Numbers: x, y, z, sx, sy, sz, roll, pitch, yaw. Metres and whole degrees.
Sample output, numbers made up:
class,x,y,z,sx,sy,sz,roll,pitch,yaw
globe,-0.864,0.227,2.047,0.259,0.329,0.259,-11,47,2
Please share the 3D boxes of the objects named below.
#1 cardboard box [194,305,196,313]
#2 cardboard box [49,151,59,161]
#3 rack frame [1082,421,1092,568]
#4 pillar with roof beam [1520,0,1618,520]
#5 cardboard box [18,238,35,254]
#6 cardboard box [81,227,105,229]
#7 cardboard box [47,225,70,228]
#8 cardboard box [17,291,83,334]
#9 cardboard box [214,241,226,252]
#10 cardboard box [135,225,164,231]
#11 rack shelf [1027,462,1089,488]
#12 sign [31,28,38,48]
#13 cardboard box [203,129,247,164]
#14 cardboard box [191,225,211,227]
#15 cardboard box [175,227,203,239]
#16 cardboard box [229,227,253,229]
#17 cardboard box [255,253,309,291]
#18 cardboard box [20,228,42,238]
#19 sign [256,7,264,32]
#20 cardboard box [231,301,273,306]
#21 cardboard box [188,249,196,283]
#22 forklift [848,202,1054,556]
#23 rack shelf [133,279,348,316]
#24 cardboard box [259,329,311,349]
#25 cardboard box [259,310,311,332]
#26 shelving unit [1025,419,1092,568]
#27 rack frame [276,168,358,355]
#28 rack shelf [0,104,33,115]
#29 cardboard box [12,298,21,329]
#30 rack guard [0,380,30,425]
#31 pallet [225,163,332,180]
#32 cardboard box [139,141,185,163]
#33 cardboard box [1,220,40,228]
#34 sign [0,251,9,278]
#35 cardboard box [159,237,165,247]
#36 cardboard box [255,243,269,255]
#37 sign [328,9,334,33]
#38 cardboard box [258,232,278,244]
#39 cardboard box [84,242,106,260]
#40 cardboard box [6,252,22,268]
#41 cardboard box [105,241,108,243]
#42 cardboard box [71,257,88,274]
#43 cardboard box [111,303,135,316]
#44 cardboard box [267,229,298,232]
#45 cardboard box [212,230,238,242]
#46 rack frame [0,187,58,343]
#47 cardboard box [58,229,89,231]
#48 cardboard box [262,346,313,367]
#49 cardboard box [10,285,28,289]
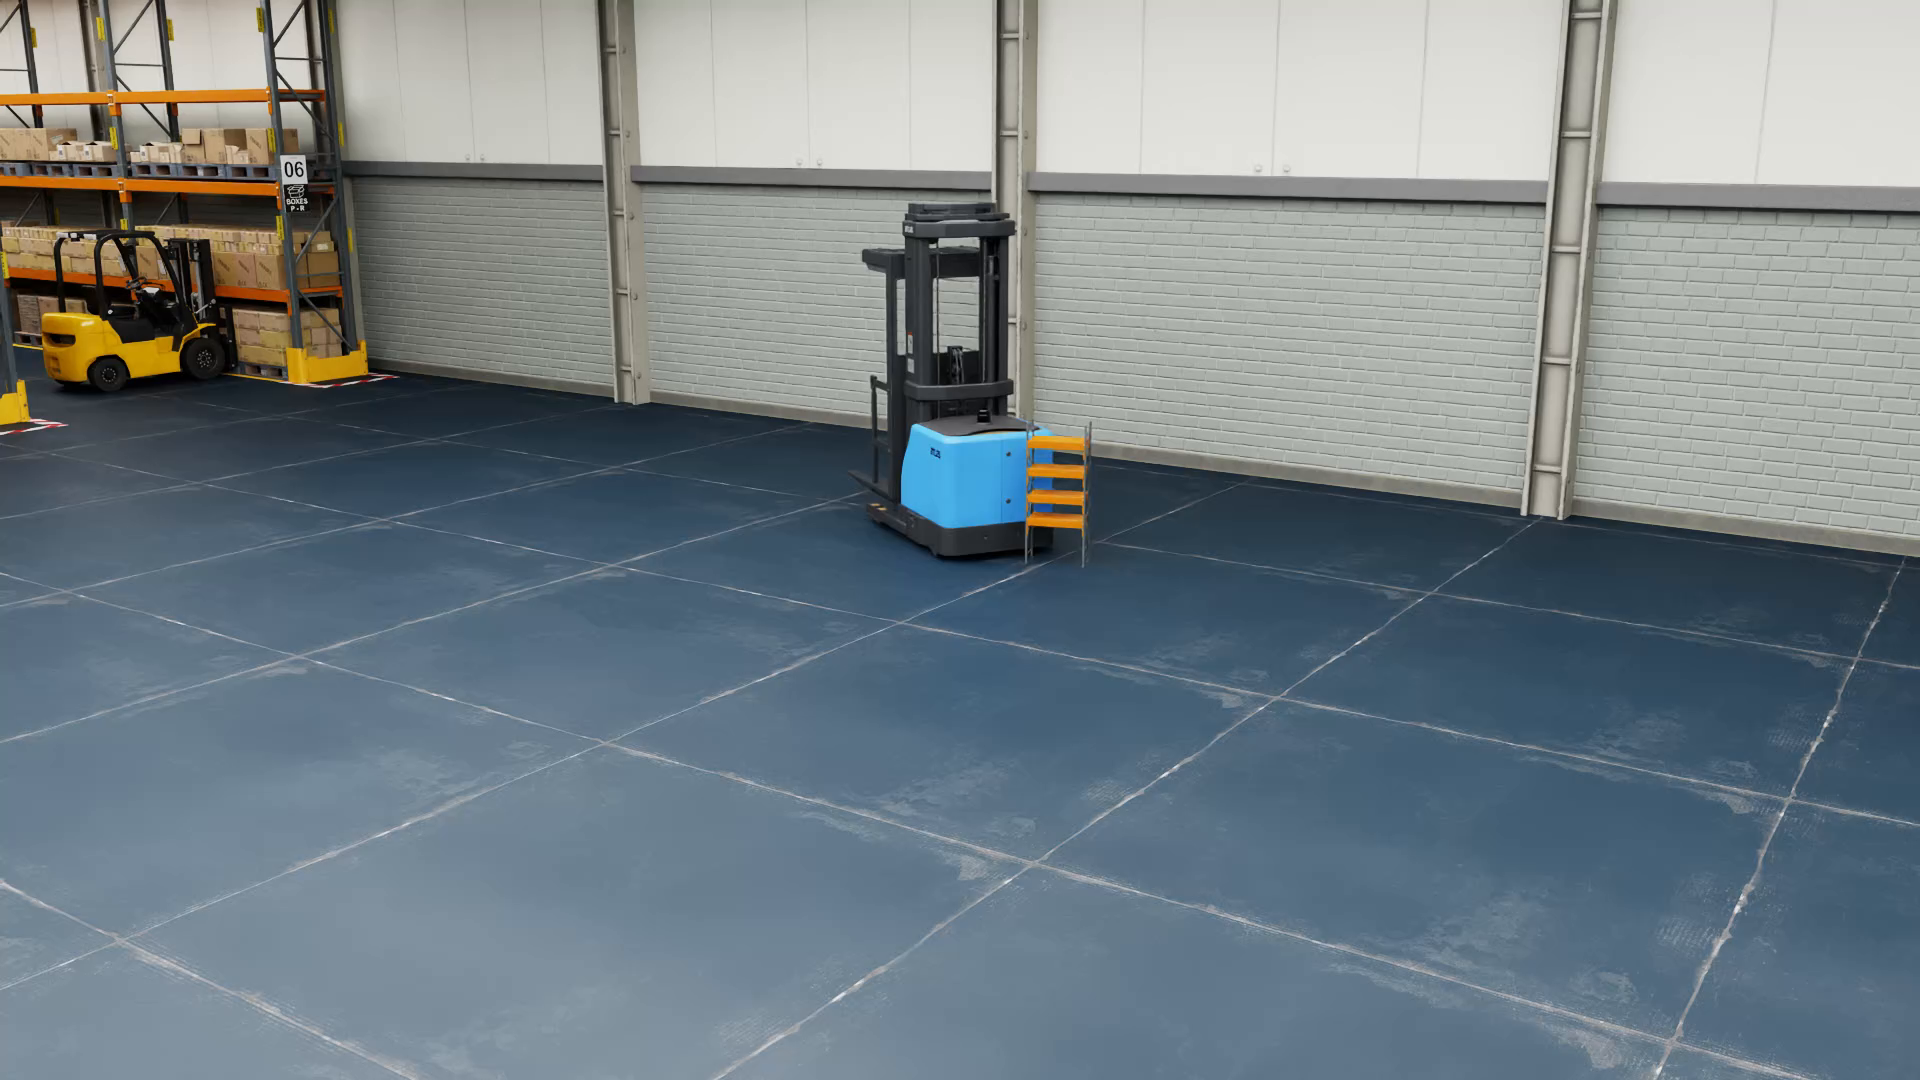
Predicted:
class,x,y,z,sx,sy,sz,roll,pitch,yaw
cardboard box,-11.544,-3.469,25.363,0.500,0.250,0.500,10,17,35
cardboard box,-14.330,-6.154,26.639,0.250,0.149,0.380,9,16,32
rack frame,1.058,-0.379,13.856,0.015,1.200,0.240,4,14,14
pillar with roof beam,3.169,-3.754,11.259,0.400,9.000,9.100,9,17,33
cardboard box,-15.281,-4.908,27.679,0.500,0.250,0.500,10,17,35
cardboard box,-14.415,-5.128,27.737,0.250,0.149,0.380,9,16,32
cardboard box,-15.265,-5.261,28.275,0.250,0.149,0.380,10,17,34
cardboard box,-15.418,-3.878,28.316,0.625,0.625,0.875,10,17,35
cardboard box,-10.812,-4.362,24.644,0.250,0.149,0.380,9,17,33
cardboard box,-12.510,-4.783,25.726,0.250,0.149,0.380,10,17,34
rack shelf,0.821,-0.545,13.878,0.480,0.148,0.258,4,14,14
sign,-15.621,-8.467,28.027,0.005,0.325,0.100,9,17,33
cardboard box,-10.587,-5.766,24.340,0.500,0.500,0.700,9,17,33
cardboard box,-11.763,-4.828,25.906,0.250,0.149,0.380,9,17,32
cardboard box,-11.639,-4.649,25.185,0.250,0.149,0.380,9,16,32
cardboard box,-10.938,-4.684,25.326,0.250,0.149,0.380,10,17,34
cardboard box,-9.844,-3.903,24.139,0.500,0.500,0.500,9,16,32
cardboard box,-15.378,-5.111,27.668,0.250,0.149,0.380,10,17,34
sign,-9.604,-7.138,22.824,0.005,0.325,0.100,9,17,33
cardboard box,-10.830,-3.503,25.499,0.500,0.250,0.500,9,16,32
cardboard box,-11.524,-4.180,25.258,0.500,0.500,0.500,9,17,32
forklift,-0.230,-1.594,15.162,1.130,2.935,3.031,-6,15,-22
rack shelf,-10.949,-3.760,25.266,4.000,0.370,1.077,9,17,33
cardboard box,-9.868,-2.956,24.328,0.500,0.250,0.500,9,16,32
cardboard box,-9.846,-3.195,24.254,0.500,0.250,0.500,10,17,35
shelving unit,0.821,-0.393,13.916,0.503,1.200,0.258,4,14,14
rack frame,-9.289,-3.841,24.096,0.127,3.000,1.000,9,17,33
rack shelf,-17.587,-7.551,28.927,4.000,0.370,1.077,9,17,33
cardboard box,-16.398,-3.918,28.736,0.500,0.500,0.500,10,17,34
rack guard,-12.120,-1.647,20.438,0.348,0.500,1.175,9,17,33
pallet,-9.862,-5.354,24.150,1.213,0.211,1.003,9,17,33
cardboard box,-12.054,-5.882,25.204,0.500,0.311,0.500,10,17,34
cardboard box,-16.267,-5.266,28.772,0.500,0.500,0.500,10,17,35
sign,-11.754,-3.379,20.429,0.005,0.325,0.100,9,17,33
cardboard box,-12.043,-4.582,25.531,0.250,0.149,0.380,9,17,33
cardboard box,-9.962,-4.223,24.083,0.250,0.149,0.380,9,17,34
sign,-8.974,-7.393,23.688,0.005,0.325,0.100,9,17,33
cardboard box,-9.926,-4.381,24.103,0.250,0.149,0.380,9,17,33
cardboard box,-13.590,-4.629,26.554,0.500,0.250,0.500,9,16,31
cardboard box,-15.696,-4.733,28.011,0.500,0.250,0.500,9,17,33
cardboard box,-13.414,-4.816,26.480,0.250,0.149,0.380,9,17,33
cardboard box,-13.988,-4.459,26.905,0.500,0.250,0.500,9,17,33
cardboard box,-13.048,-3.496,26.772,0.625,0.625,0.875,10,17,35
cardboard box,-10.071,-4.547,24.771,0.250,0.149,0.380,9,17,33
cardboard box,-10.819,-4.506,24.605,0.250,0.149,0.380,10,17,34
rack frame,-15.928,-4.914,28.430,0.127,3.000,1.000,9,17,33
cardboard box,-14.481,-4.989,27.176,0.250,0.149,0.380,9,17,33
cardboard box,-9.856,-2.710,24.376,0.500,0.250,0.500,9,17,33
cardboard box,-16.643,-4.409,29.371,0.250,0.149,0.380,9,17,34
